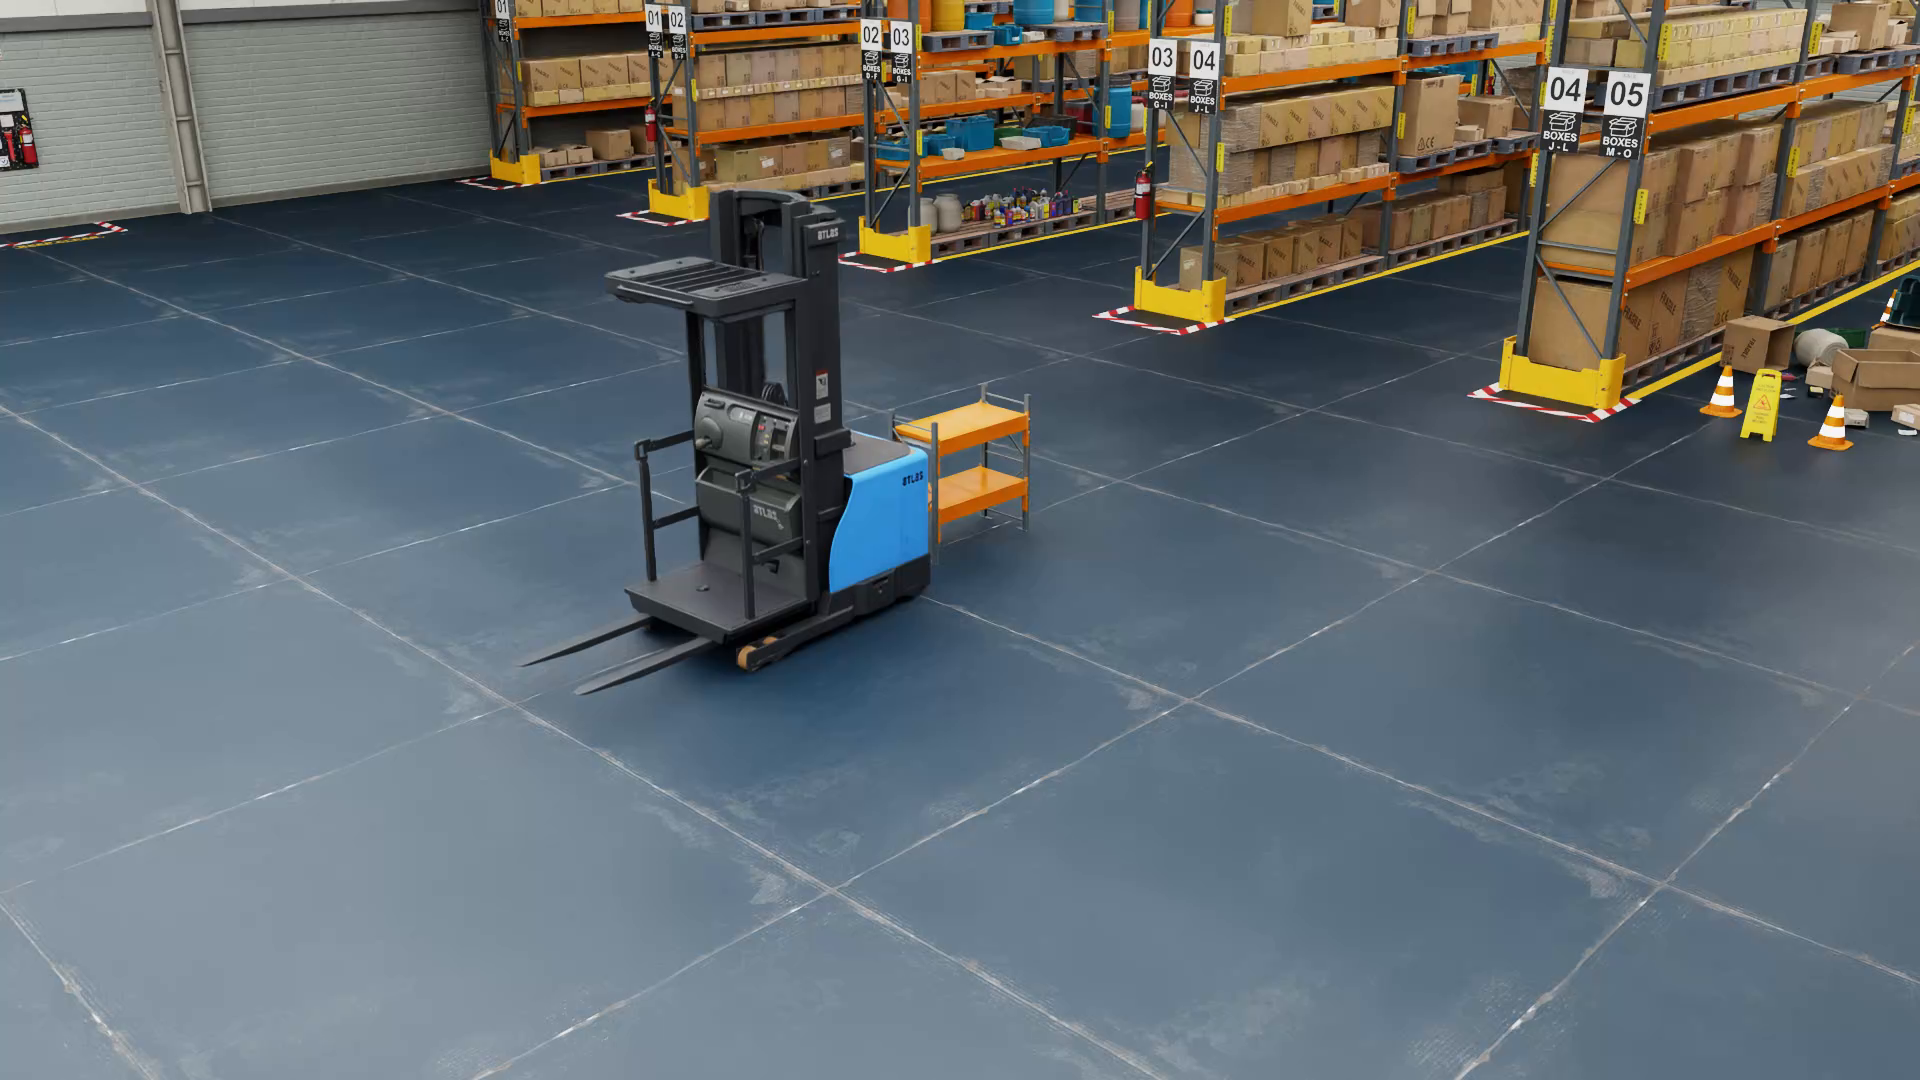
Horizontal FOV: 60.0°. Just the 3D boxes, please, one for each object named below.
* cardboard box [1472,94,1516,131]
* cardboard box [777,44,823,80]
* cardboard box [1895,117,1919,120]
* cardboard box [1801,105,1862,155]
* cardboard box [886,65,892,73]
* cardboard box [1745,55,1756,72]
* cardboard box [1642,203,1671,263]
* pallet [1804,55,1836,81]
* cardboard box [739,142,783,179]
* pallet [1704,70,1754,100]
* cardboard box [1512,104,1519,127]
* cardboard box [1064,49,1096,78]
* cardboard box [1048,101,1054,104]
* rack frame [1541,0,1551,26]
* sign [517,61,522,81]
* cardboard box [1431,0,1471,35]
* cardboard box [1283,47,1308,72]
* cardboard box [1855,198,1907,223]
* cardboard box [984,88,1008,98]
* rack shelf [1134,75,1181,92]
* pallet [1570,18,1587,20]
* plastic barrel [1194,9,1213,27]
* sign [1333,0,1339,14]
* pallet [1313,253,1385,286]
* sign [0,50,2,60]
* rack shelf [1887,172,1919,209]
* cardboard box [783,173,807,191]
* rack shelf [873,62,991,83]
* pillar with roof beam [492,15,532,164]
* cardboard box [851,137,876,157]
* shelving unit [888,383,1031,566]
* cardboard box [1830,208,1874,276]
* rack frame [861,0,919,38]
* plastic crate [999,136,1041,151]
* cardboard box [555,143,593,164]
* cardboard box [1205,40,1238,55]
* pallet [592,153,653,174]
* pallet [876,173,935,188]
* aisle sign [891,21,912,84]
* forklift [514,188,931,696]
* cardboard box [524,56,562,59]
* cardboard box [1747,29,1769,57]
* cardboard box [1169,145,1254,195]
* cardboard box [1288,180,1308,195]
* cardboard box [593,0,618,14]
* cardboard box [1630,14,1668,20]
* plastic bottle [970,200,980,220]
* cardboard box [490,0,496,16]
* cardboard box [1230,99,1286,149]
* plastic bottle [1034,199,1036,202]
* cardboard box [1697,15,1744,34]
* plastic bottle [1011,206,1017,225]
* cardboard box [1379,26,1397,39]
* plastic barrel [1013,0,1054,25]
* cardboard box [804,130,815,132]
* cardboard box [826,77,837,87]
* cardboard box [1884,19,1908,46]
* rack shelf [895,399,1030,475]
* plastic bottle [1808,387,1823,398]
[{"bbox_3d":[7.841,-6.294,24.545,0.500,0.500,0.500,15,26,34],"label":"cardboard box"},{"bbox_3d":[-2.703,-7.931,27.579,0.700,0.500,0.500,19,28,41],"label":"cardboard box"},{"bbox_3d":[12.866,-5.630,22.476,0.250,0.149,0.380,-19,28,-40],"label":"cardboard box"},{"bbox_3d":[10.644,-5.071,20.554,0.700,0.500,0.500,19,28,40],"label":"cardboard box"},{"bbox_3d":[-1.634,-9.948,35.098,0.250,0.149,0.380,-19,28,-40],"label":"cardboard box"},{"bbox_3d":[7.970,-4.929,17.162,0.380,0.149,0.250,19,28,40],"label":"cardboard box"},{"bbox_3d":[6.686,-3.200,17.011,0.875,0.550,0.550,19,28,41],"label":"cardboard box"},{"bbox_3d":[9.486,-5.464,19.195,0.805,0.209,1.217,18,27,39],"label":"pallet"},{"bbox_3d":[-3.266,-6.230,27.304,0.500,0.500,0.500,19,28,41],"label":"cardboard box"},{"bbox_3d":[7.453,-4.744,17.179,1.003,0.211,1.213,19,28,41],"label":"pallet"},{"bbox_3d":[8.356,-6.436,25.499,0.500,0.500,0.500,-19,28,-40],"label":"cardboard box"},{"bbox_3d":[2.228,-9.301,32.368,0.500,0.500,0.700,-14,25,-32],"label":"cardboard box"},{"bbox_3d":[2.007,-10.542,39.221,0.700,0.500,0.500,18,27,39],"label":"cardboard box"},{"bbox_3d":[8.189,-9.001,23.949,1.000,3.000,0.127,19,28,41],"label":"rack frame"},{"bbox_3d":[-7.650,-8.132,28.843,0.100,0.325,0.005,19,28,41],"label":"sign"},{"bbox_3d":[6.454,-7.155,22.599,0.637,0.503,0.797,-19,28,-40],"label":"cardboard box"},{"bbox_3d":[3.834,-5.794,19.996,0.500,0.250,0.500,19,28,40],"label":"cardboard box"},{"bbox_3d":[12.327,-4.429,22.271,0.500,0.250,0.500,18,27,38],"label":"cardboard box"},{"bbox_3d":[0.665,-8.263,30.743,0.380,0.149,0.250,19,28,41],"label":"cardboard box"},{"bbox_3d":[5.280,-9.887,35.621,1.077,0.370,4.000,19,28,41],"label":"rack shelf"},{"bbox_3d":[9.379,-7.980,25.737,1.213,0.211,1.003,-19,28,-40],"label":"pallet"},{"bbox_3d":[3.921,-8.390,26.735,0.301,0.262,0.301,0,21,0],"label":"plastic barrel"},{"bbox_3d":[4.999,-7.136,22.008,0.100,0.325,0.005,19,28,41],"label":"sign"},{"bbox_3d":[4.956,-3.689,22.379,1.003,0.211,1.213,19,28,41],"label":"pallet"},{"bbox_3d":[-14.184,-7.197,24.386,0.001,0.298,0.199,19,28,41],"label":"sign"},{"bbox_3d":[13.068,-5.112,23.195,1.077,0.370,4.000,19,28,41],"label":"rack shelf"},{"bbox_3d":[-2.906,-6.004,27.763,0.500,0.250,0.500,19,28,41],"label":"cardboard box"},{"bbox_3d":[-1.062,-10.098,36.169,1.077,0.370,4.000,19,28,41],"label":"rack shelf"},{"bbox_3d":[-5.085,-9.983,26.504,9.100,9.000,0.400,19,28,41],"label":"pillar with roof beam"},{"bbox_3d":[-1.619,-7.003,29.579,0.500,0.311,0.500,19,28,41],"label":"cardboard box"},{"bbox_3d":[0.005,-0.527,12.877,0.538,1.125,1.048,19,28,41],"label":"shelving unit"},{"bbox_3d":[11.183,-3.945,21.708,1.050,0.750,0.750,19,28,40],"label":"cardboard box"},{"bbox_3d":[-0.940,-8.184,21.824,1.000,3.000,0.127,19,28,41],"label":"rack frame"},{"bbox_3d":[0.899,-5.808,24.372,0.530,0.136,0.437,19,28,41],"label":"plastic crate"},{"bbox_3d":[-7.094,-7.116,30.541,0.500,0.311,0.500,-17,27,-38],"label":"cardboard box"},{"bbox_3d":[2.966,-5.673,19.126,0.380,0.149,0.250,19,28,40],"label":"cardboard box"},{"bbox_3d":[-6.542,-7.093,31.235,1.003,0.211,1.213,19,28,41],"label":"pallet"},{"bbox_3d":[-1.210,-6.550,29.822,1.003,0.211,1.213,19,28,41],"label":"pallet"},{"bbox_3d":[-0.781,-6.505,22.195,0.394,0.787,0.004,19,28,41],"label":"aisle sign"},{"bbox_3d":[-1.557,-0.714,10.847,1.130,2.935,3.031,17,27,38],"label":"forklift"},{"bbox_3d":[-7.504,-8.454,30.025,0.500,0.500,0.500,-20,29,-41],"label":"cardboard box"},{"bbox_3d":[8.020,-5.168,17.228,0.500,0.250,0.500,19,28,40],"label":"cardboard box"},{"bbox_3d":[3.012,-4.464,19.954,0.875,0.500,0.500,19,28,41],"label":"cardboard box"},{"bbox_3d":[4.094,-4.402,20.696,0.380,0.149,0.250,19,28,41],"label":"cardboard box"},{"bbox_3d":[-6.508,-9.749,29.911,0.500,0.500,0.500,-18,27,-39],"label":"cardboard box"},{"bbox_3d":[6.971,-5.273,16.945,0.380,0.149,0.250,19,28,40],"label":"cardboard box"},{"bbox_3d":[0.222,-4.958,24.975,0.152,0.276,0.135,20,28,41],"label":"plastic bottle"},{"bbox_3d":[-7.929,-9.490,29.236,0.500,0.500,0.500,-18,27,-38],"label":"cardboard box"},{"bbox_3d":[3.541,-4.996,19.945,0.500,0.500,0.500,19,28,41],"label":"cardboard box"},{"bbox_3d":[1.157,-4.998,25.071,0.061,0.283,0.133,19,28,41],"label":"plastic bottle"},{"bbox_3d":[7.619,-5.173,16.685,0.250,0.149,0.380,-20,28,-41],"label":"cardboard box"},{"bbox_3d":[0.787,-4.792,24.550,0.097,0.271,0.097,0,21,0],"label":"plastic bottle"},{"bbox_3d":[5.379,-6.533,21.362,0.250,0.149,0.380,-19,28,-40],"label":"cardboard box"},{"bbox_3d":[1.079,-8.013,24.277,0.600,0.901,0.708,19,28,41],"label":"plastic barrel"},{"bbox_3d":[-3.365,-8.657,34.287,0.700,0.500,0.500,19,28,41],"label":"cardboard box"},{"bbox_3d":[-2.270,-7.680,27.831,0.380,0.149,0.250,19,28,41],"label":"cardboard box"},{"bbox_3d":[11.158,-6.191,20.219,0.500,0.311,0.500,19,28,41],"label":"cardboard box"},{"bbox_3d":[0.005,-0.800,12.772,0.538,0.278,1.000,19,28,41],"label":"rack shelf"},{"bbox_3d":[8.705,-1.511,16.920,0.133,0.061,0.283,9,23,23],"label":"plastic bottle"}]
